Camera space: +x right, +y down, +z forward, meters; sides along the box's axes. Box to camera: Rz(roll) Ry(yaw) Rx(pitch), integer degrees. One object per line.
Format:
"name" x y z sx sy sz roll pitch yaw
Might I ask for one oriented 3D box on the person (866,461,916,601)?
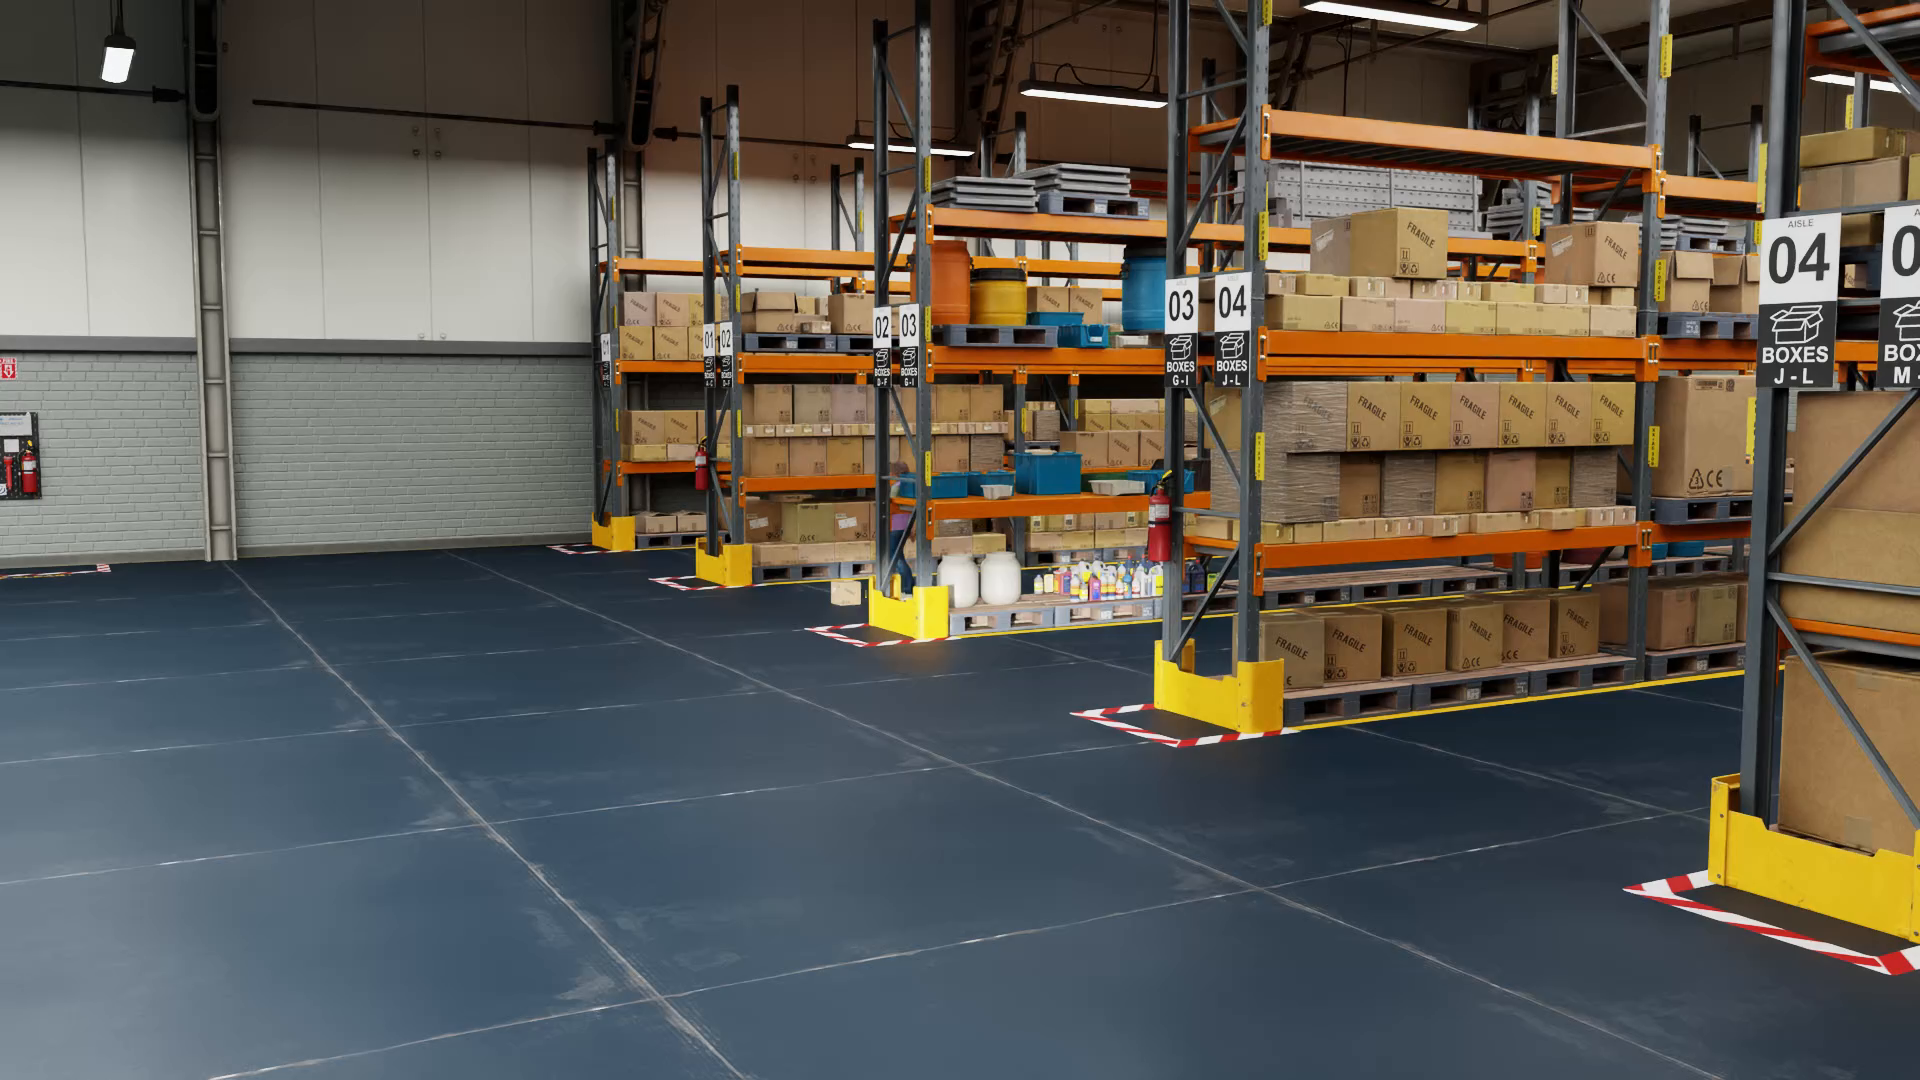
"person" -0.784 -0.108 18.721 0.750 1.575 0.466 2 6 24
